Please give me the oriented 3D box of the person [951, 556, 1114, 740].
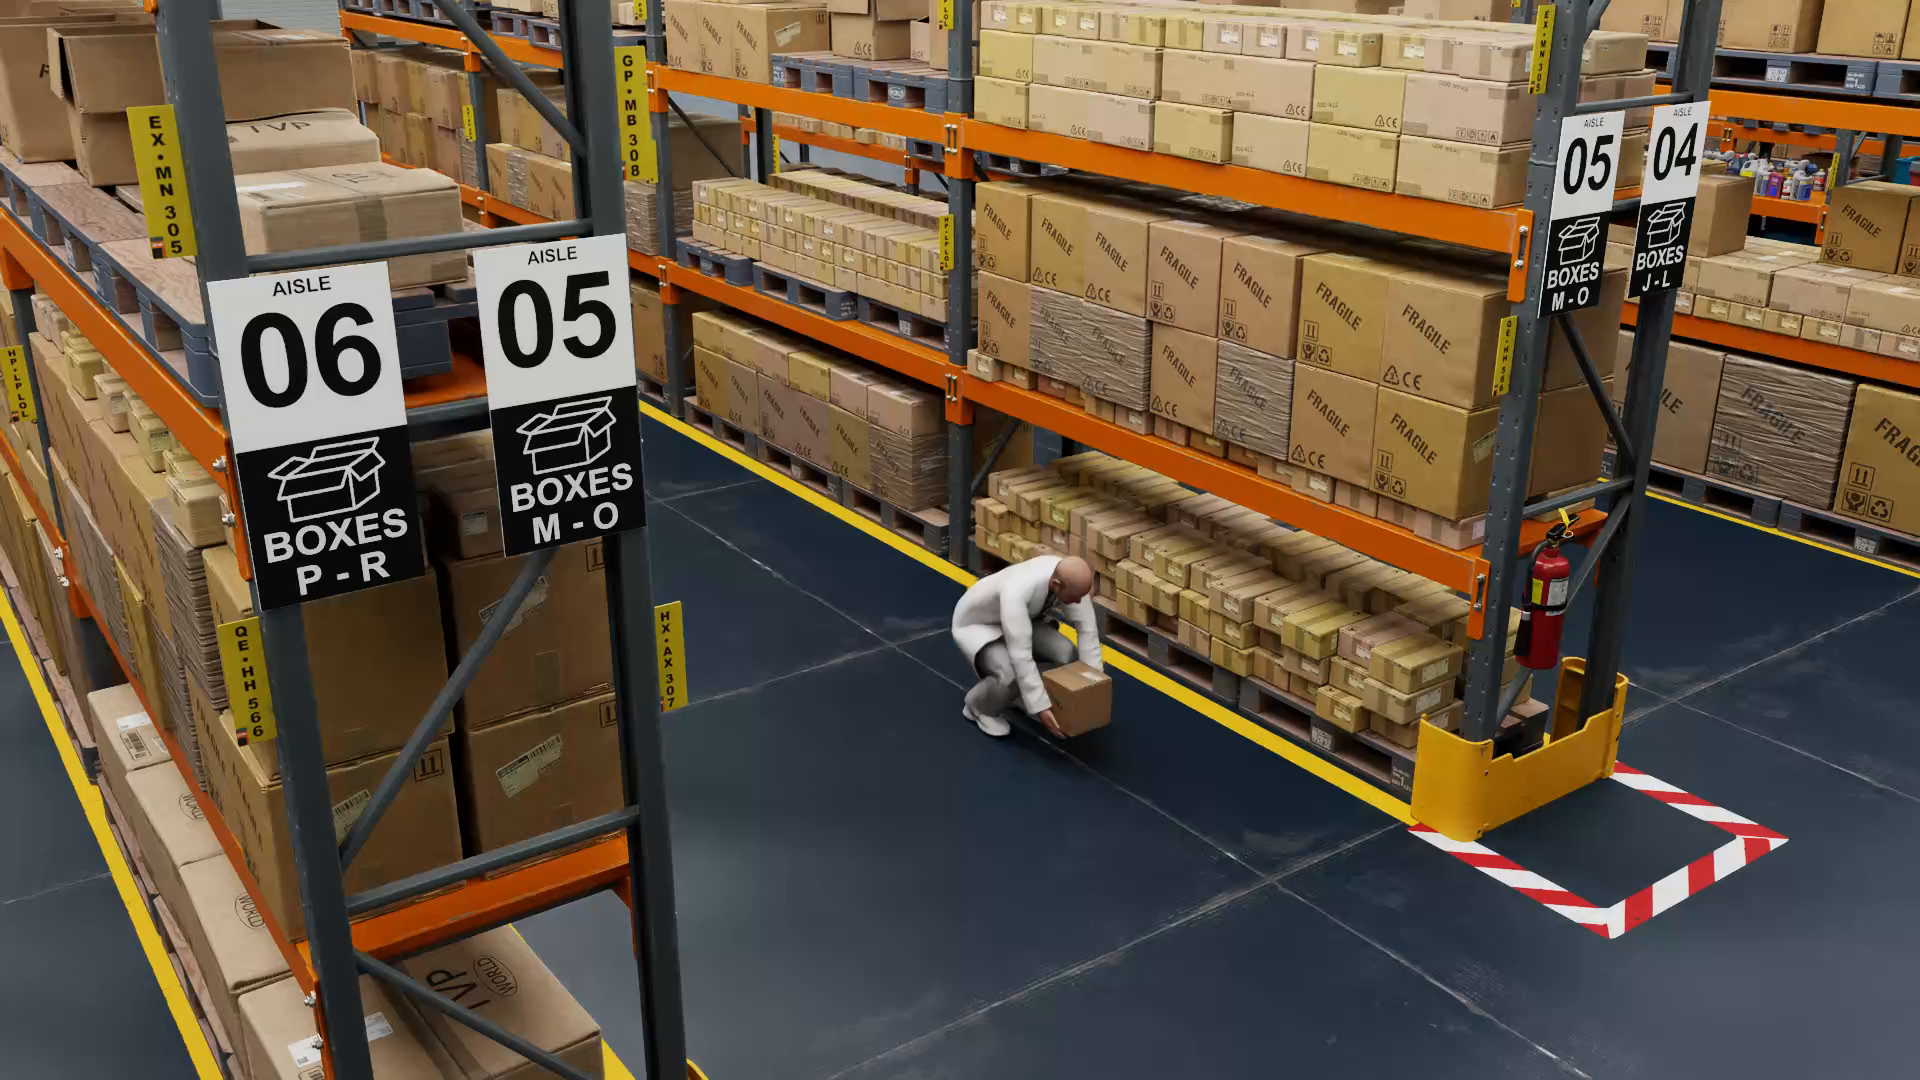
[{"bbox_3d":[0.348,0.491,8.386,0.612,1.020,0.913,-15,26,-34],"label":"person"}]
